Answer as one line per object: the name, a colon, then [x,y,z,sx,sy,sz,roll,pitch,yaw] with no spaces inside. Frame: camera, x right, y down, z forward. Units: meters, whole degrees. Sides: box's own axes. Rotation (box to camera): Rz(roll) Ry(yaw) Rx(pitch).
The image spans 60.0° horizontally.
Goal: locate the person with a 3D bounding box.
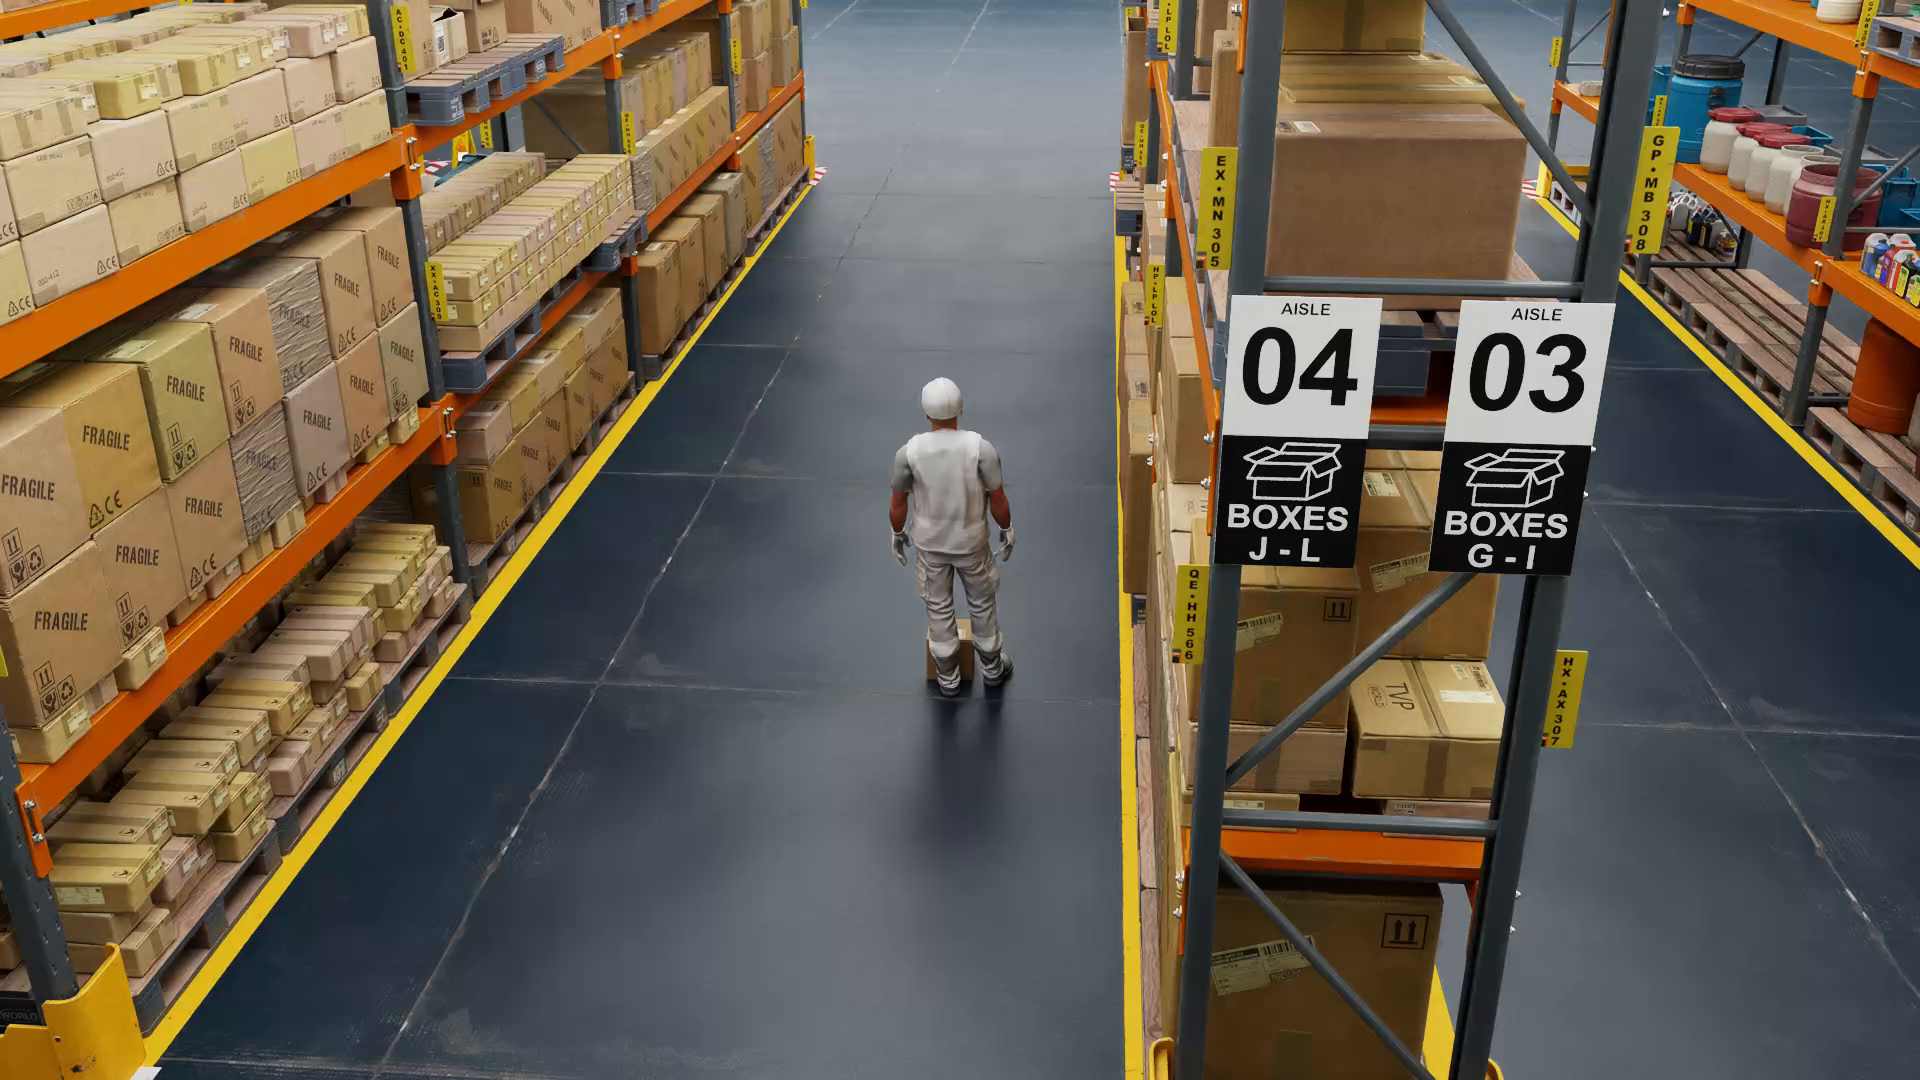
person: [-0.032,-0.030,8.618,0.638,1.790,0.561,2,24,4]
